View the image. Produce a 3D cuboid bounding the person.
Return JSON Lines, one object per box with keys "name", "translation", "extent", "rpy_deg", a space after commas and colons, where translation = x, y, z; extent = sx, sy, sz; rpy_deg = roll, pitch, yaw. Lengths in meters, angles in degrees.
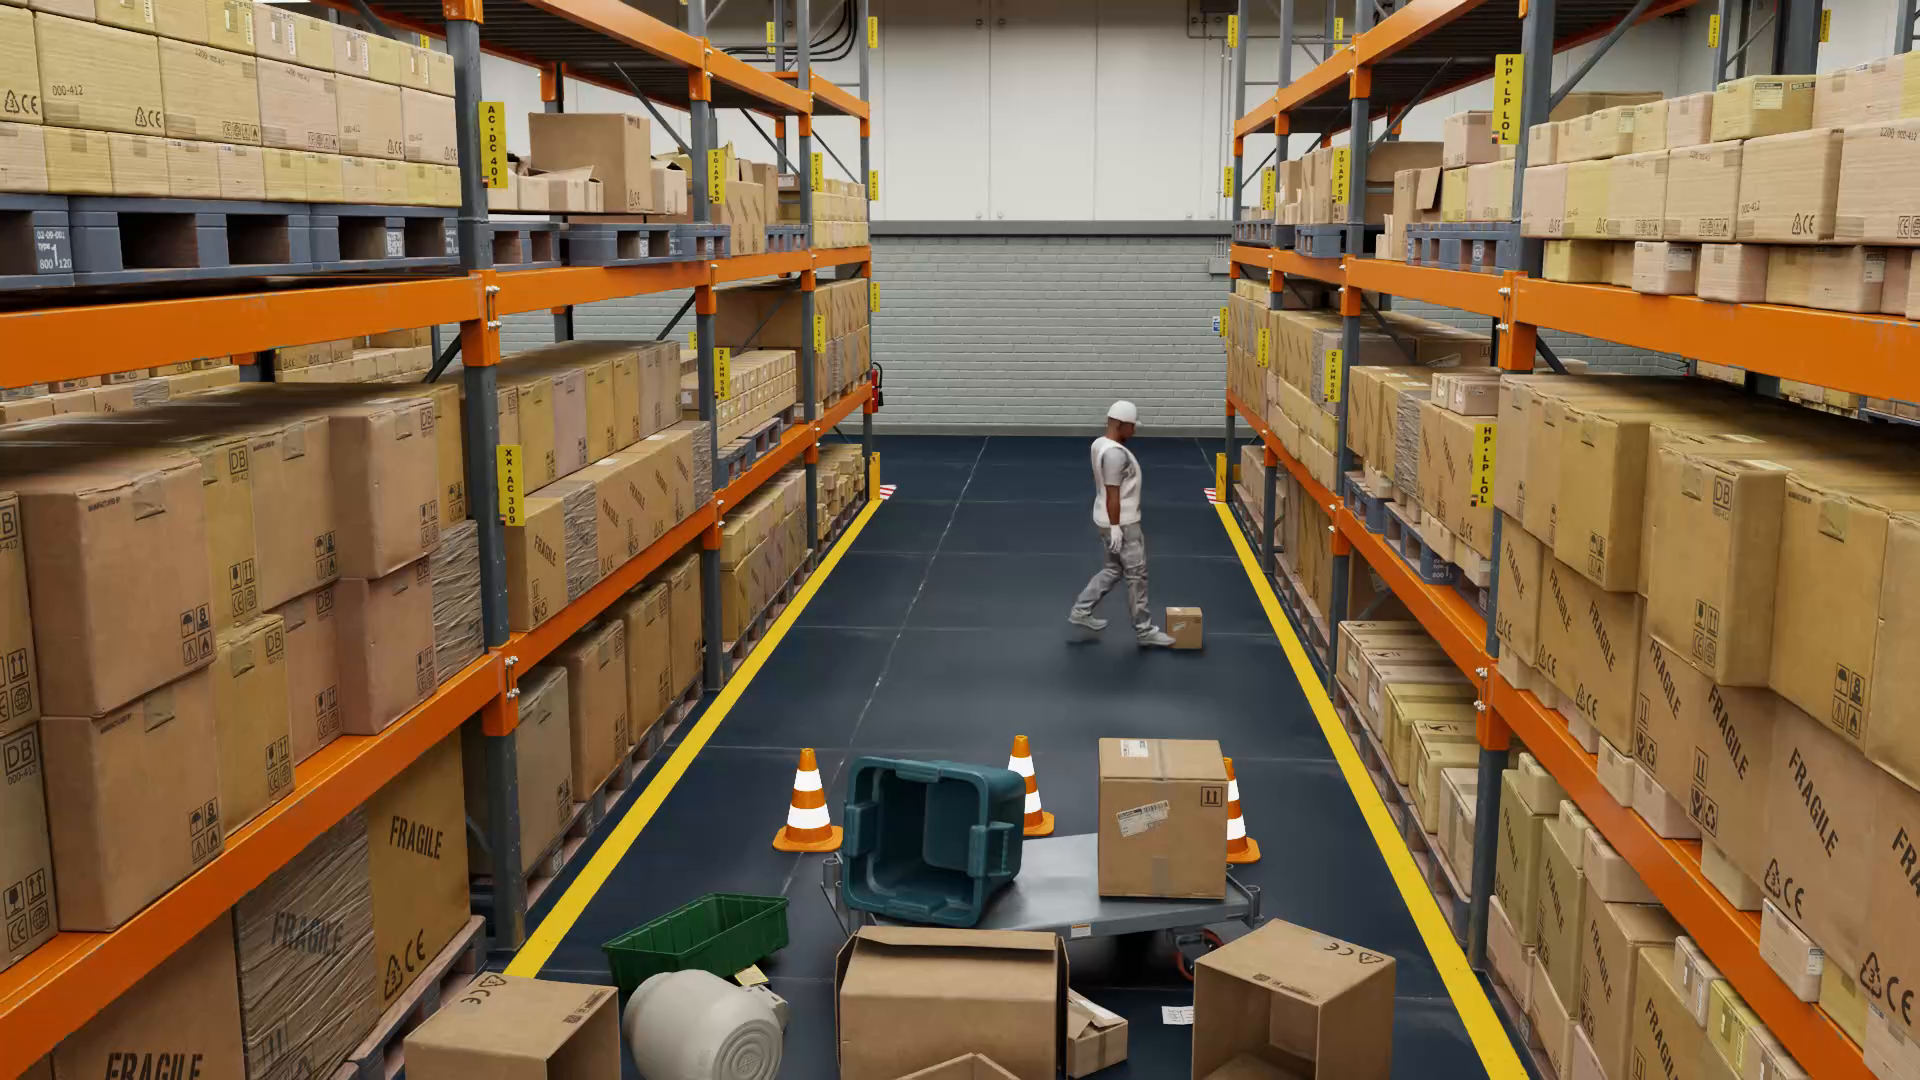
{"name": "person", "translation": [1.191, -0.130, 12.018], "extent": [0.772, 1.766, 0.606], "rpy_deg": [-1, 11, -5]}
